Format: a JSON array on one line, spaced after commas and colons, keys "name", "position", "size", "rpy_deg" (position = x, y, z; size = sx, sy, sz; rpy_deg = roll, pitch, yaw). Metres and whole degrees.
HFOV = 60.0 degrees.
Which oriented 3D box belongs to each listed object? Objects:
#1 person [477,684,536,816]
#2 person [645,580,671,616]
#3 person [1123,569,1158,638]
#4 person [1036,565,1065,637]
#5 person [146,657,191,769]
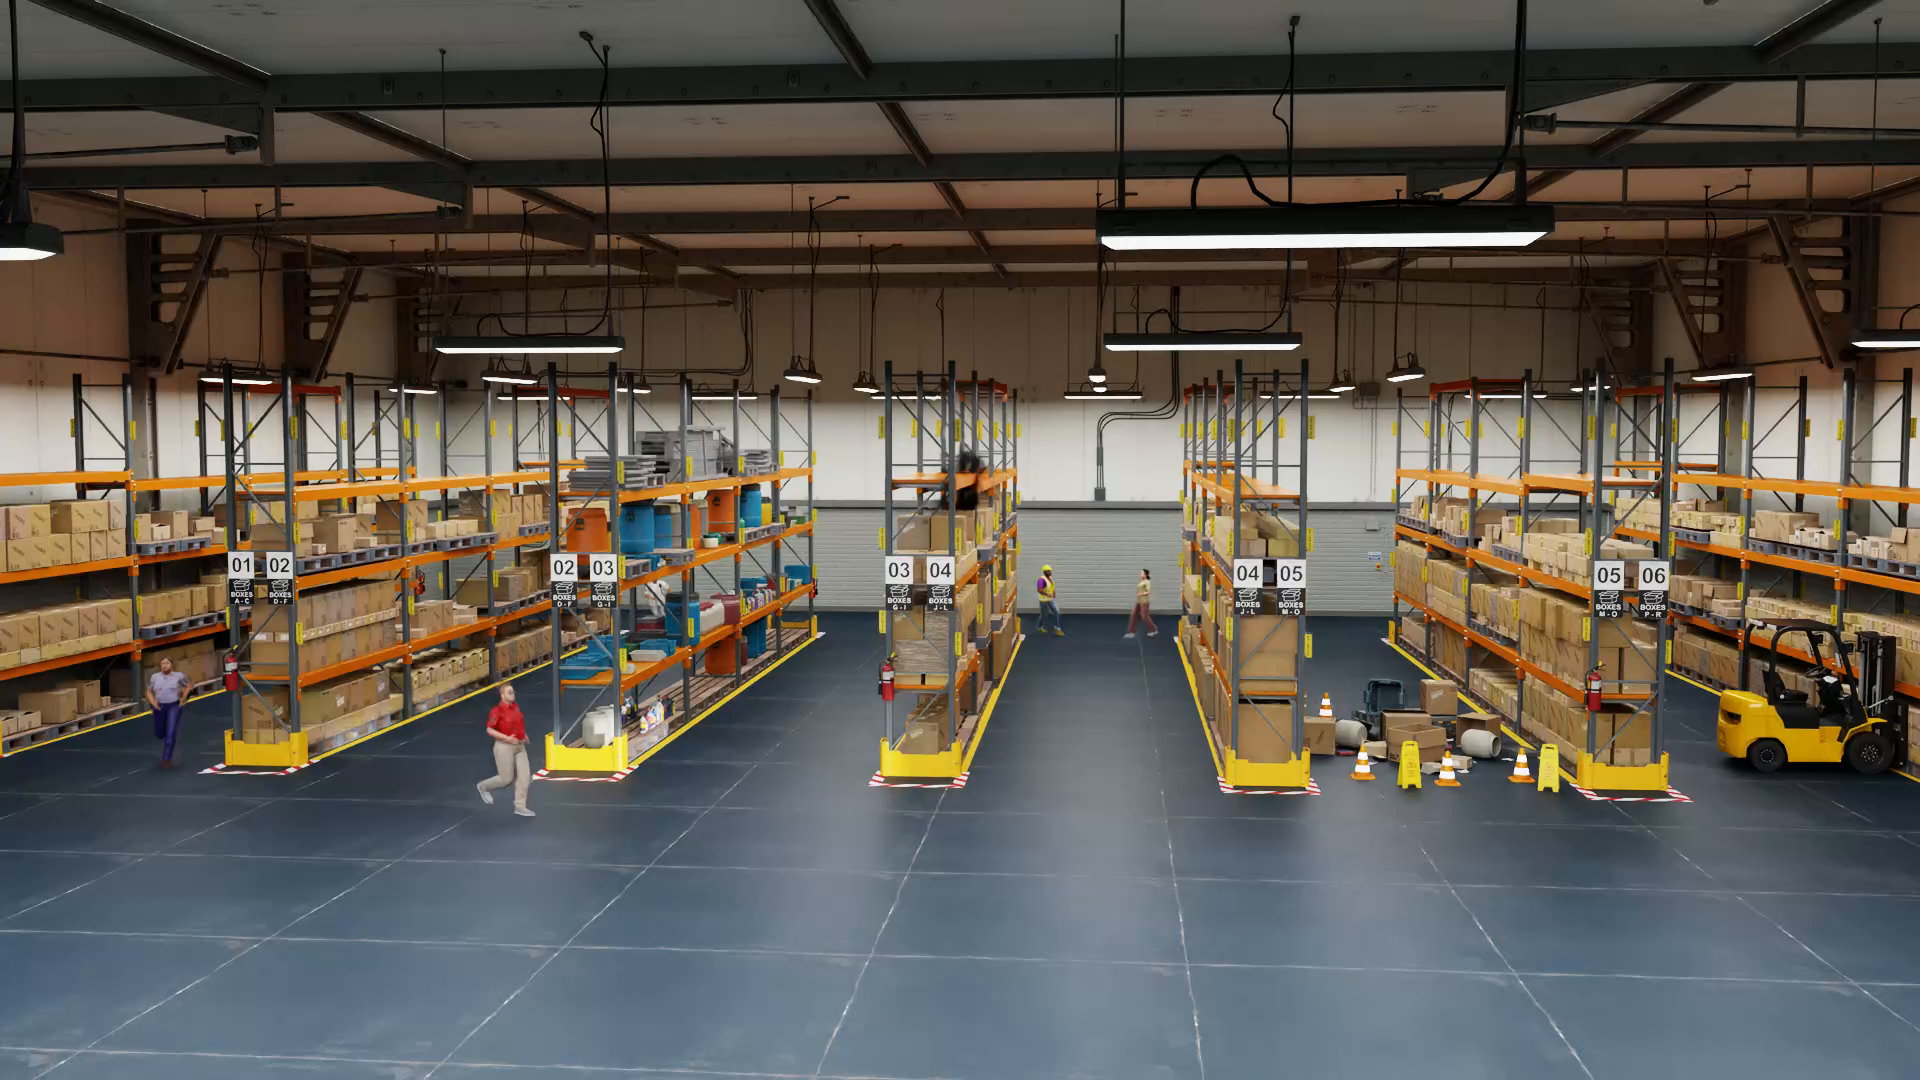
[{"name": "person", "position": [-5.887, 2.730, 21.664], "size": [0.861, 1.707, 0.662], "rpy_deg": [2, 4, 26]}, {"name": "person", "position": [-7.292, 1.562, 40.067], "size": [0.613, 1.608, 0.563], "rpy_deg": [0, 4, 1]}, {"name": "person", "position": [4.390, 1.545, 40.074], "size": [0.831, 1.680, 0.594], "rpy_deg": [-1, 4, -19]}, {"name": "person", "position": [2.084, 1.469, 40.488], "size": [0.839, 1.751, 0.752], "rpy_deg": [3, 5, 43]}, {"name": "person", "position": [-11.928, 2.574, 25.040], "size": [0.584, 1.642, 1.013], "rpy_deg": [-1, 4, -8]}]
